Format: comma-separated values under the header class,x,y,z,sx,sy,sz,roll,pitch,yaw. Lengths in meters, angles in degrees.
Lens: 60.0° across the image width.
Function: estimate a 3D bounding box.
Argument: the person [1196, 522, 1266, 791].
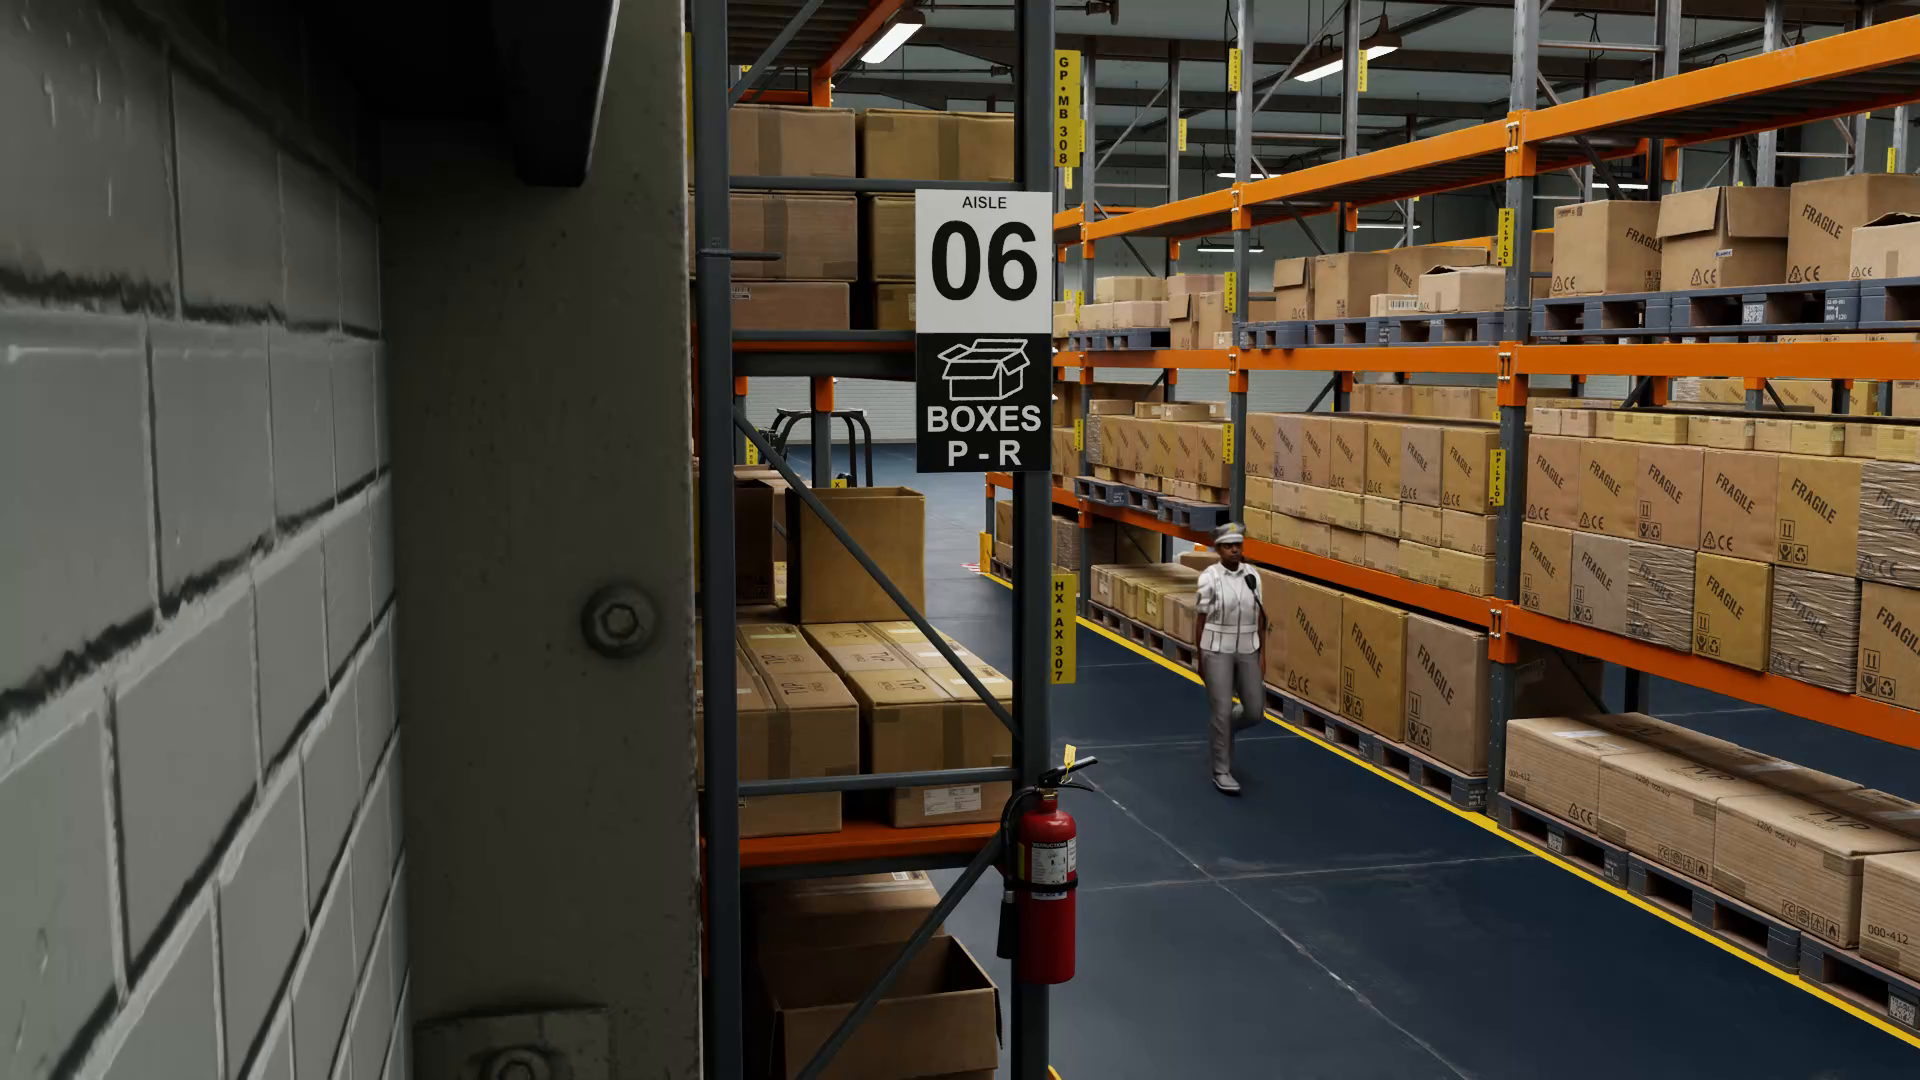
class,x,y,z,sx,sy,sz,roll,pitch,yaw
person,1.721,0.715,10.643,0.446,1.679,0.632,-1,6,-13
